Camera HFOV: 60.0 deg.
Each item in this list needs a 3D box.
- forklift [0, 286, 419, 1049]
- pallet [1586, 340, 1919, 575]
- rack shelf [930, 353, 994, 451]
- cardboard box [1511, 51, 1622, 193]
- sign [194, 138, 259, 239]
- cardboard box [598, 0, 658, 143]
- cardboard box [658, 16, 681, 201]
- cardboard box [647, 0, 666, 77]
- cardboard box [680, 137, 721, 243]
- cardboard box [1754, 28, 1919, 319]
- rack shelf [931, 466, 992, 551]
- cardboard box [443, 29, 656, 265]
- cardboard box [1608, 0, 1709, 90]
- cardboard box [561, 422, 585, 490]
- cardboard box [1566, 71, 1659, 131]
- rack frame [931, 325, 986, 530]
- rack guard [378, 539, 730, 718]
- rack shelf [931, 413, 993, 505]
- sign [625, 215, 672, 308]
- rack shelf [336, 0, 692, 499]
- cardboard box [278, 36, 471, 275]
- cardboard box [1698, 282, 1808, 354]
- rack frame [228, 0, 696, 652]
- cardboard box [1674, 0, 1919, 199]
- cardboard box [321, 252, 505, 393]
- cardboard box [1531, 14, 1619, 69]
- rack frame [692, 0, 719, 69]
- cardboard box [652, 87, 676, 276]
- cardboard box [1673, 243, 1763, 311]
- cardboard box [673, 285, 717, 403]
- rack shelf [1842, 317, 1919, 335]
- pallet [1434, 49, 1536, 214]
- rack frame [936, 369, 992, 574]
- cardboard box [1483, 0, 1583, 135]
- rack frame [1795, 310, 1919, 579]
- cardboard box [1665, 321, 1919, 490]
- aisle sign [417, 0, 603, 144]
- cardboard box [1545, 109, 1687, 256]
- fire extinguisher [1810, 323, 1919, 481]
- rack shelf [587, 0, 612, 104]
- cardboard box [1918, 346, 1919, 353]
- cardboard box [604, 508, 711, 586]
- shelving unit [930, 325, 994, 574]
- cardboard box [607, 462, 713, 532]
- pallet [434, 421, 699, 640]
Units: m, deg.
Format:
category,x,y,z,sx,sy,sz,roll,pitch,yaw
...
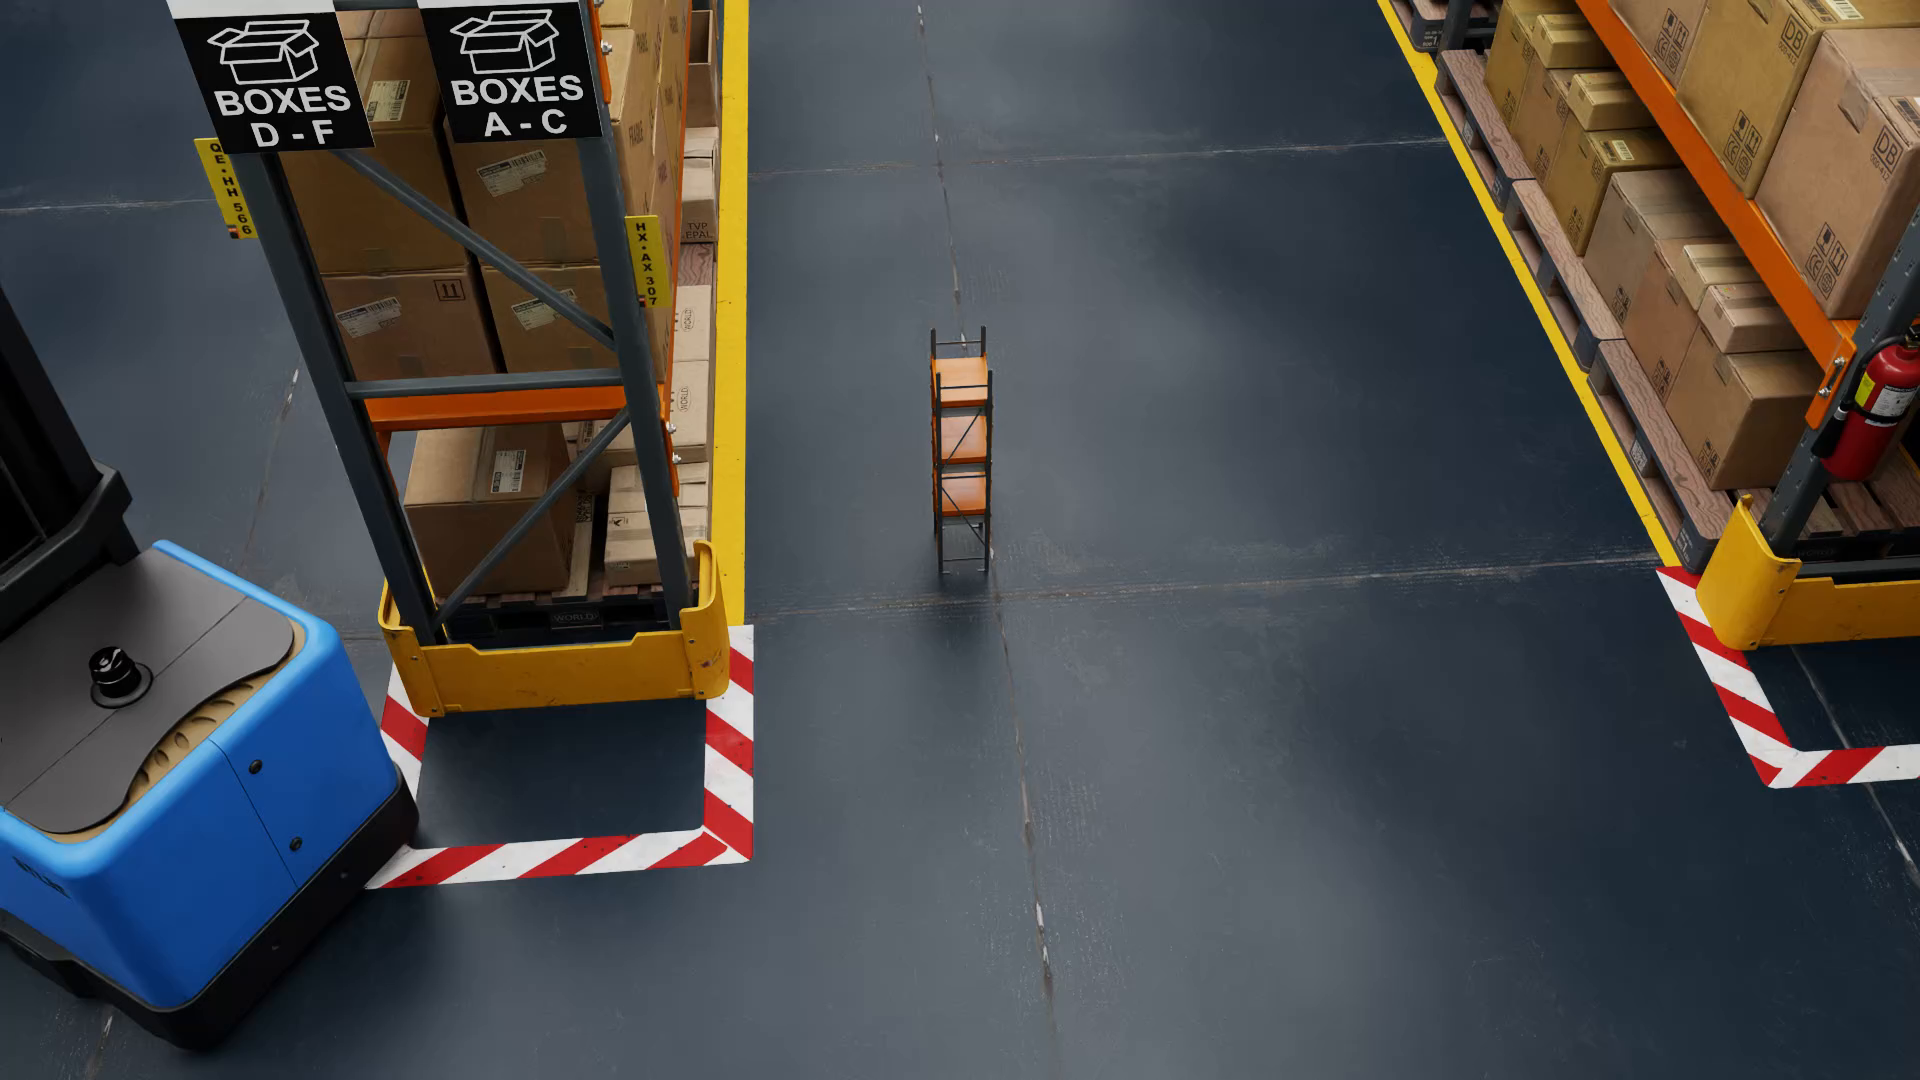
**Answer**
category,x,y,z,sx,sy,sz,roll,pitch,yaw
forklift,-3.400,-0.227,4.947,3.031,2.935,1.130,23,51,20
pallet,3.339,-0.397,6.981,1.003,0.211,1.213,-3,47,-3
rack shelf,0.004,-0.510,6.134,0.215,0.259,0.240,-3,47,-3
cardboard box,3.148,-2.050,8.058,0.700,0.500,0.500,-4,47,-4
sign,-2.007,-0.966,4.584,0.100,0.325,0.005,-3,47,-3
cardboard box,-1.278,-1.572,5.415,0.500,0.500,0.500,-3,47,-3
cardboard box,-1.314,-1.586,6.117,0.500,0.500,0.500,-4,47,-3
cardboard box,-1.315,-1.934,5.758,0.500,0.500,0.500,-3,47,-3
cardboard box,-1.394,-1.662,7.807,0.500,0.311,0.500,-3,47,-3
cardboard box,3.431,-1.254,5.665,0.980,0.700,0.700,-2,47,-1
rack shelf,0.004,-0.124,6.542,0.215,0.259,0.240,-3,47,-3
cardboard box,-1.227,-1.194,5.057,0.500,0.500,0.500,-2,47,-2
cardboard box,3.304,-2.332,6.686,0.980,0.700,0.700,-6,47,-5
cardboard box,-1.688,-0.332,6.647,0.380,0.166,0.250,-3,47,-3
cardboard box,3.000,-2.000,7.564,0.380,0.149,0.250,-5,47,-4
rack frame,-0.006,-0.411,6.416,0.200,1.050,0.008,-3,47,-3
rack guard,-1.459,0.326,6.097,1.175,0.500,0.348,-3,47,-3
rack shelf,0.004,-0.315,6.340,0.215,0.259,0.240,-3,47,-3
sign,-0.912,-0.809,4.854,0.100,0.325,0.005,-3,47,-3
rack shelf,-1.620,-1.678,6.769,1.077,0.370,4.000,-3,47,-3
cardboard box,-1.764,-1.162,5.027,0.500,0.500,0.500,-4,47,-4
cardboard box,3.133,-0.872,6.496,0.380,0.149,0.250,-4,47,-4
rack frame,-1.452,-0.479,5.137,1.000,3.000,0.127,-3,47,-3
cardboard box,3.359,-1.780,6.163,0.980,0.700,0.700,-4,47,-4
cardboard box,-1.761,-0.820,5.392,0.500,0.500,0.500,-2,47,-2
cardboard box,2.956,-2.378,7.922,0.380,0.149,0.250,-2,47,-2
rack frame,-1.787,-3.373,7.878,1.000,3.000,0.127,-3,47,-3
cardboard box,-1.275,-1.223,5.773,0.500,0.500,0.500,-4,47,-4
cardboard box,3.111,-1.057,6.671,0.380,0.149,0.250,-2,47,-2
cardboard box,-1.299,-0.818,7.050,0.500,0.250,0.500,-3,47,-3
rack shelf,3.316,-2.049,6.986,0.919,0.124,3.809,-3,47,-3
pallet,3.134,-2.163,8.653,1.003,0.211,1.213,-3,47,-3
rack frame,0.015,-0.234,6.249,0.200,1.050,0.008,-3,47,-3
cardboard box,3.109,-2.414,8.403,0.700,0.500,0.500,-3,47,-3
rack frame,3.480,-0.782,5.425,0.949,2.616,0.053,-3,47,-3
cardboard box,3.325,-0.568,6.654,0.700,0.500,0.500,-3,47,-3
aisle sign,-1.154,-1.341,4.164,0.394,0.787,0.004,-3,47,-3
cardboard box,3.189,-1.679,7.706,0.700,0.500,0.500,-3,47,-2
fire extinguisher,3.036,-0.490,5.459,0.296,0.674,0.183,-3,47,-3
rack shelf,-1.620,-2.710,5.680,1.077,0.370,4.000,-3,47,-3
cardboard box,3.535,-0.712,6.344,0.380,0.149,0.250,-3,47,-3
cardboard box,-1.145,0.027,6.319,0.380,0.149,0.250,-3,47,-3
shelving unit,0.004,-0.322,6.332,0.215,1.050,0.252,-3,47,-3
cardboard box,-1.166,-0.160,6.484,0.380,0.166,0.250,-3,47,-3
pallet,-1.526,-0.151,6.748,1.003,0.211,1.213,-3,47,-3
